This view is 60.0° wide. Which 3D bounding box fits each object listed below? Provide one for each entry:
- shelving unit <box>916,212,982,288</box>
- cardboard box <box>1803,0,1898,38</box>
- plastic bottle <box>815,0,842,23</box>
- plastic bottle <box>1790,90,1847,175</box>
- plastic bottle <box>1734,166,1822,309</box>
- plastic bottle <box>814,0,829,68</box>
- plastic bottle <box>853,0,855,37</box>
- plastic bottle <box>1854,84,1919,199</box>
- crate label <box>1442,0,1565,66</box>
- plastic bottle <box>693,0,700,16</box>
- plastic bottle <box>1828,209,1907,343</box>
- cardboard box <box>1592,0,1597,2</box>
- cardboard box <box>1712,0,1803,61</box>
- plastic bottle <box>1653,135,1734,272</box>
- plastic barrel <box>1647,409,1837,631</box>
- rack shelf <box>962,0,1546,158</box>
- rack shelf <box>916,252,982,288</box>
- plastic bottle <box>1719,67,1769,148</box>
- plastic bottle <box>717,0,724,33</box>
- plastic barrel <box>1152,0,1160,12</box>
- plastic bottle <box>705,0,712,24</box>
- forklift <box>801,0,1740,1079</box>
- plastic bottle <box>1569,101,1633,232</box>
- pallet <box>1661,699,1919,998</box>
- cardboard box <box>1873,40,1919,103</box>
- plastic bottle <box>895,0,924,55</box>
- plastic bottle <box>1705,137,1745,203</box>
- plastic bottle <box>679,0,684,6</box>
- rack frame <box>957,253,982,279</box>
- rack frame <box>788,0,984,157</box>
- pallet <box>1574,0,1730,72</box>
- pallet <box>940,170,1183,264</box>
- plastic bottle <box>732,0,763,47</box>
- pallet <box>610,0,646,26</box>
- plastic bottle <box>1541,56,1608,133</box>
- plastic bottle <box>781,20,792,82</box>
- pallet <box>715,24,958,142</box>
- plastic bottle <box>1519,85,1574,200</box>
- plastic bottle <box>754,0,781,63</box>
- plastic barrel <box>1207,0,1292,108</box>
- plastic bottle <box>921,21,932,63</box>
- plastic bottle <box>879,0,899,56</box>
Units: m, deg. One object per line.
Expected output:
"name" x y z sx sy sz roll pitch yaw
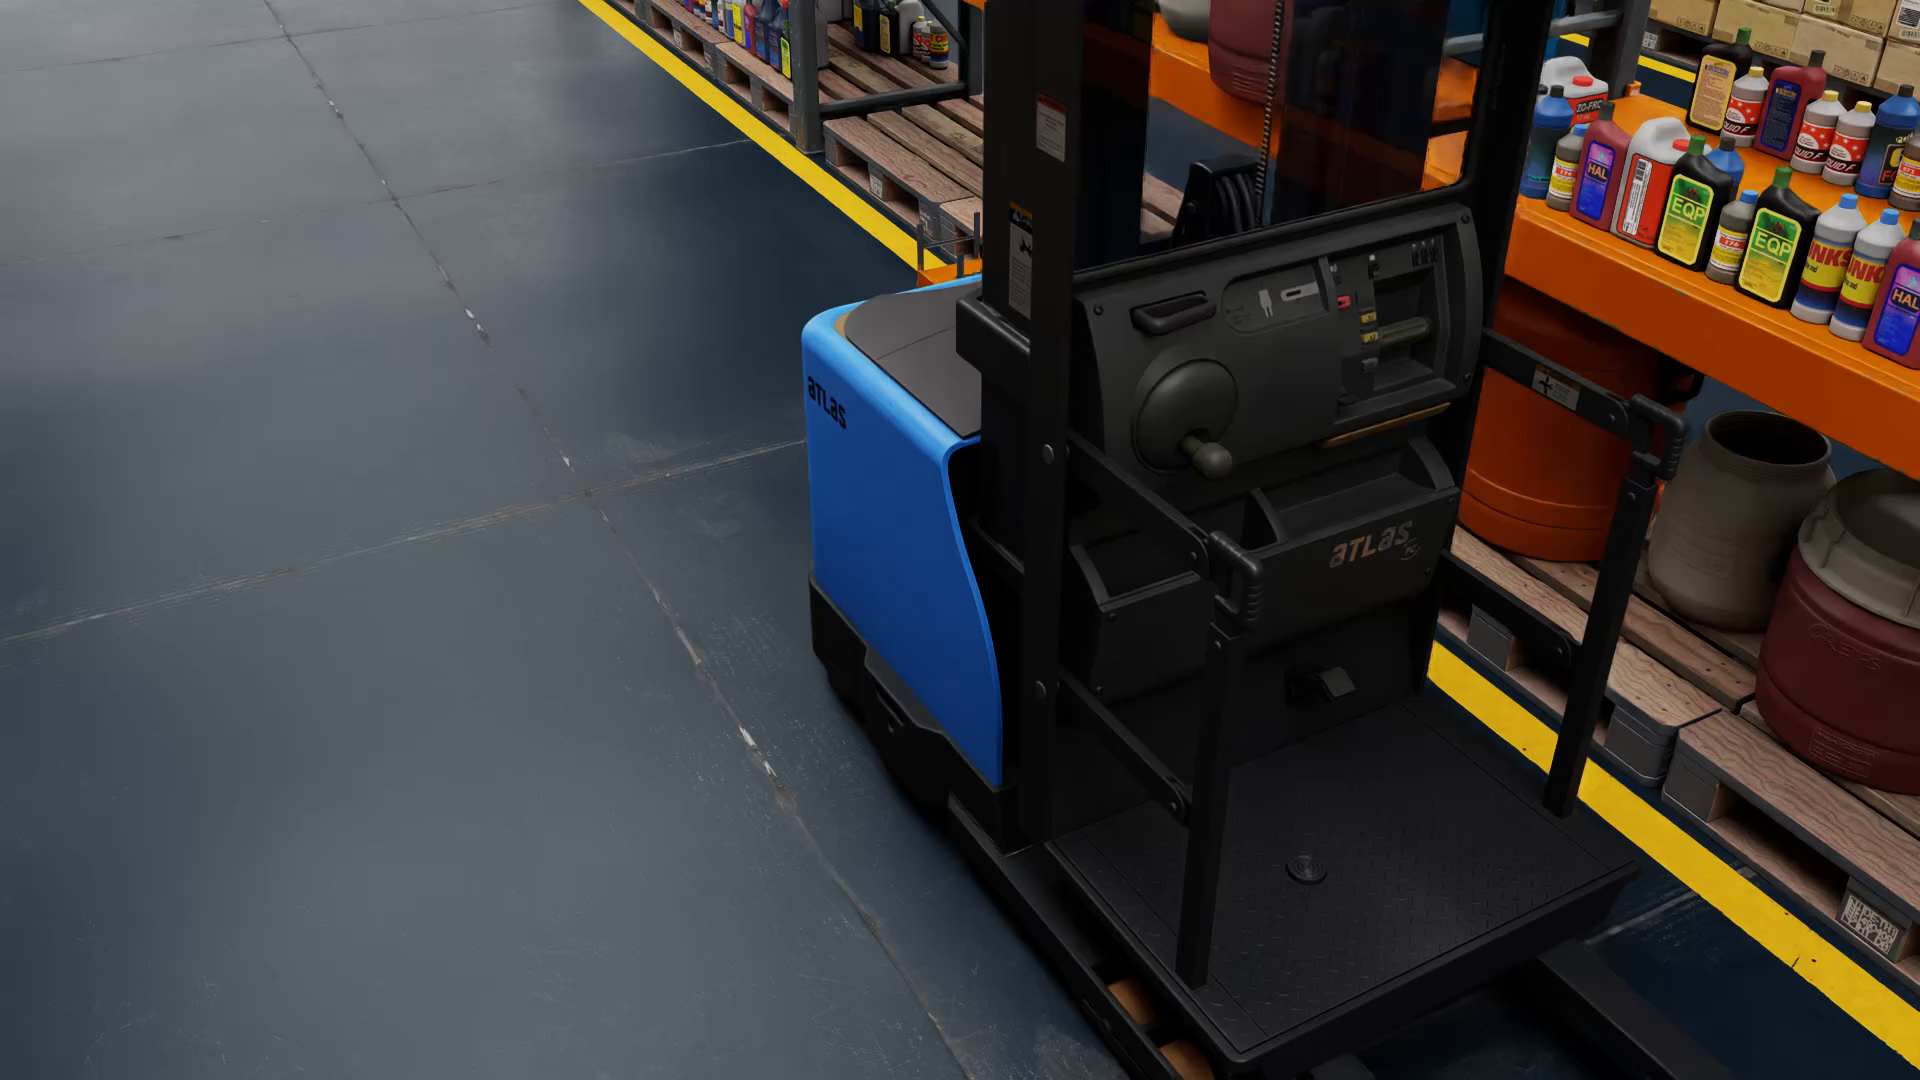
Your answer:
"shelving unit" 0.025 -0.417 4.927 0.215 1.050 0.252 -16 36 -23
"cardboard box" 4.726 -2.814 8.501 0.500 0.311 0.500 -15 36 -22
"plastic bottle" -0.762 -3.080 9.393 0.152 0.276 0.135 -16 36 -23
"plastic bottle" 2.229 -1.060 4.308 0.097 0.201 0.097 0 33 0
"plastic bottle" 1.779 -0.656 3.601 0.061 0.283 0.133 -16 36 -23
"plastic bottle" -0.775 -2.649 8.652 0.144 0.351 0.185 -16 36 -23
"plastic bottle" -0.531 -2.873 9.075 0.097 0.271 0.097 0 33 0
"plastic bottle" 2.319 -0.996 4.144 0.097 0.271 0.097 0 33 0
"crate label" 1.652 -1.624 5.159 0.303 0.233 0.416 -16 36 -23
"plastic bottle" -1.483 -3.146 9.501 0.097 0.271 0.097 0 33 0
"plastic bottle" 1.894 -0.554 3.453 0.097 0.271 0.097 0 33 0
"cardboard box" 4.005 -3.316 9.805 0.500 0.250 0.500 -17 36 -24
"cardboard box" 4.486 -2.825 9.039 0.500 0.250 0.500 -17 36 -25
"plastic bottle" 1.671 -0.766 3.773 0.061 0.283 0.133 -16 36 -23
"plastic barrel" 2.103 -0.052 4.468 0.421 0.512 0.421 0 33 0
"rack shelf" 0.585 -2.050 6.337 1.077 0.370 4.000 -16 36 -23
"rack shelf" 0.025 -0.647 4.780 0.215 0.259 0.240 -16 36 -23
"plastic bottle" 2.121 -1.170 4.480 0.097 0.201 0.097 0 33 0
"plastic bottle" -1.295 -2.923 9.219 0.097 0.201 0.097 0 33 0
"plastic barrel" 0.652 -2.084 5.619 0.421 0.512 0.421 0 33 0
"plastic bottle" -1.390 -3.022 9.372 0.097 0.201 0.097 0 33 0
"forklift" 0.749 -0.330 3.047 1.130 2.935 3.031 -17 36 -24
"plastic bottle" 1.546 -0.894 3.972 0.061 0.283 0.133 -16 36 -23
"pallet" 2.487 0.722 3.927 1.003 0.211 1.213 -16 36 -23
"cardboard box" 4.965 -2.338 8.278 0.500 0.250 0.500 -15 36 -22
"plastic bottle" -0.283 -2.756 8.888 0.152 0.276 0.135 -15 35 -21
"plastic bottle" 1.733 -0.789 3.821 0.097 0.271 0.097 0 33 0
"plastic bottle" -1.595 -3.231 9.698 0.097 0.201 0.097 0 33 0
"rack frame" 0.082 -0.358 4.836 0.200 1.050 0.008 -16 36 -23
"rack frame" -0.348 -3.308 7.633 1.000 3.000 0.127 -16 36 -23
"pallet" 4.414 -3.036 9.793 1.003 0.211 1.213 -16 36 -23
"pallet" 0.626 -1.186 6.905 1.003 0.211 1.213 -16 36 -23
"plastic bottle" -1.143 -2.858 8.979 0.144 0.351 0.185 -16 36 -23
"pallet" -1.762 -3.629 10.719 1.003 0.211 1.213 -16 36 -23
"plastic bottle" 1.568 -1.097 4.297 0.152 0.276 0.135 -16 36 -23
"plastic bottle" -0.864 -2.496 8.475 0.061 0.283 0.133 -14 35 -21
"pallet" -0.624 -2.465 8.901 1.003 0.211 1.213 -16 36 -23
"plastic bottle" 1.463 -0.995 4.141 0.097 0.271 0.097 0 33 0
"plastic bottle" -0.992 -2.704 8.738 0.144 0.351 0.185 -18 37 -25
"plastic barrel" 1.033 -1.601 4.843 0.600 0.536 0.708 -16 36 -23
"plastic bottle" -0.156 -2.626 8.754 0.097 0.201 0.097 0 33 0
"plastic bottle" -0.377 -2.732 8.844 0.061 0.283 0.133 -16 36 -23
